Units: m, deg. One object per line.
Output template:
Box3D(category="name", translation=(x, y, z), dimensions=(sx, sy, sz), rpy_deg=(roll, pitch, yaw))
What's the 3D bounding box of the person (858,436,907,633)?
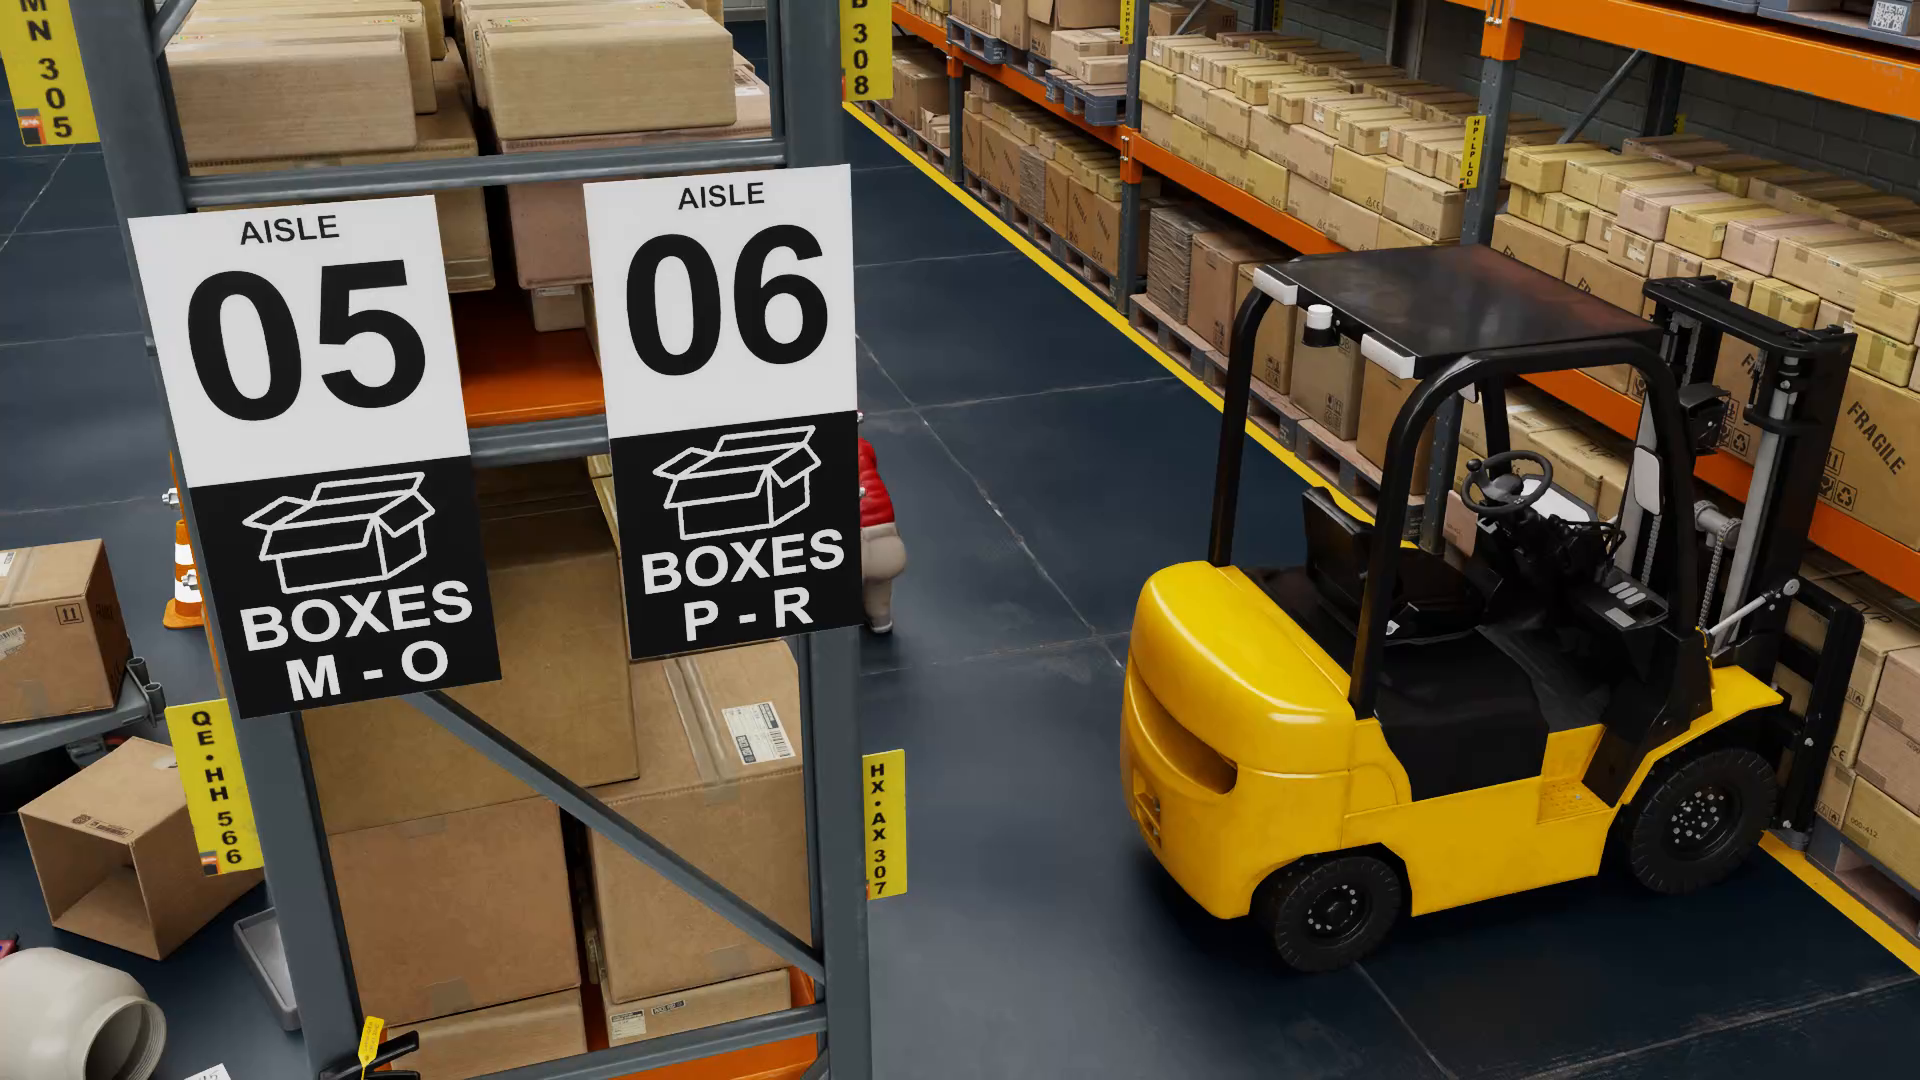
Box3D(category="person", translation=(-0.572, -0.086, 7.665), dimensions=(0.530, 0.989, 0.884), rpy_deg=(-10, 28, -19))
